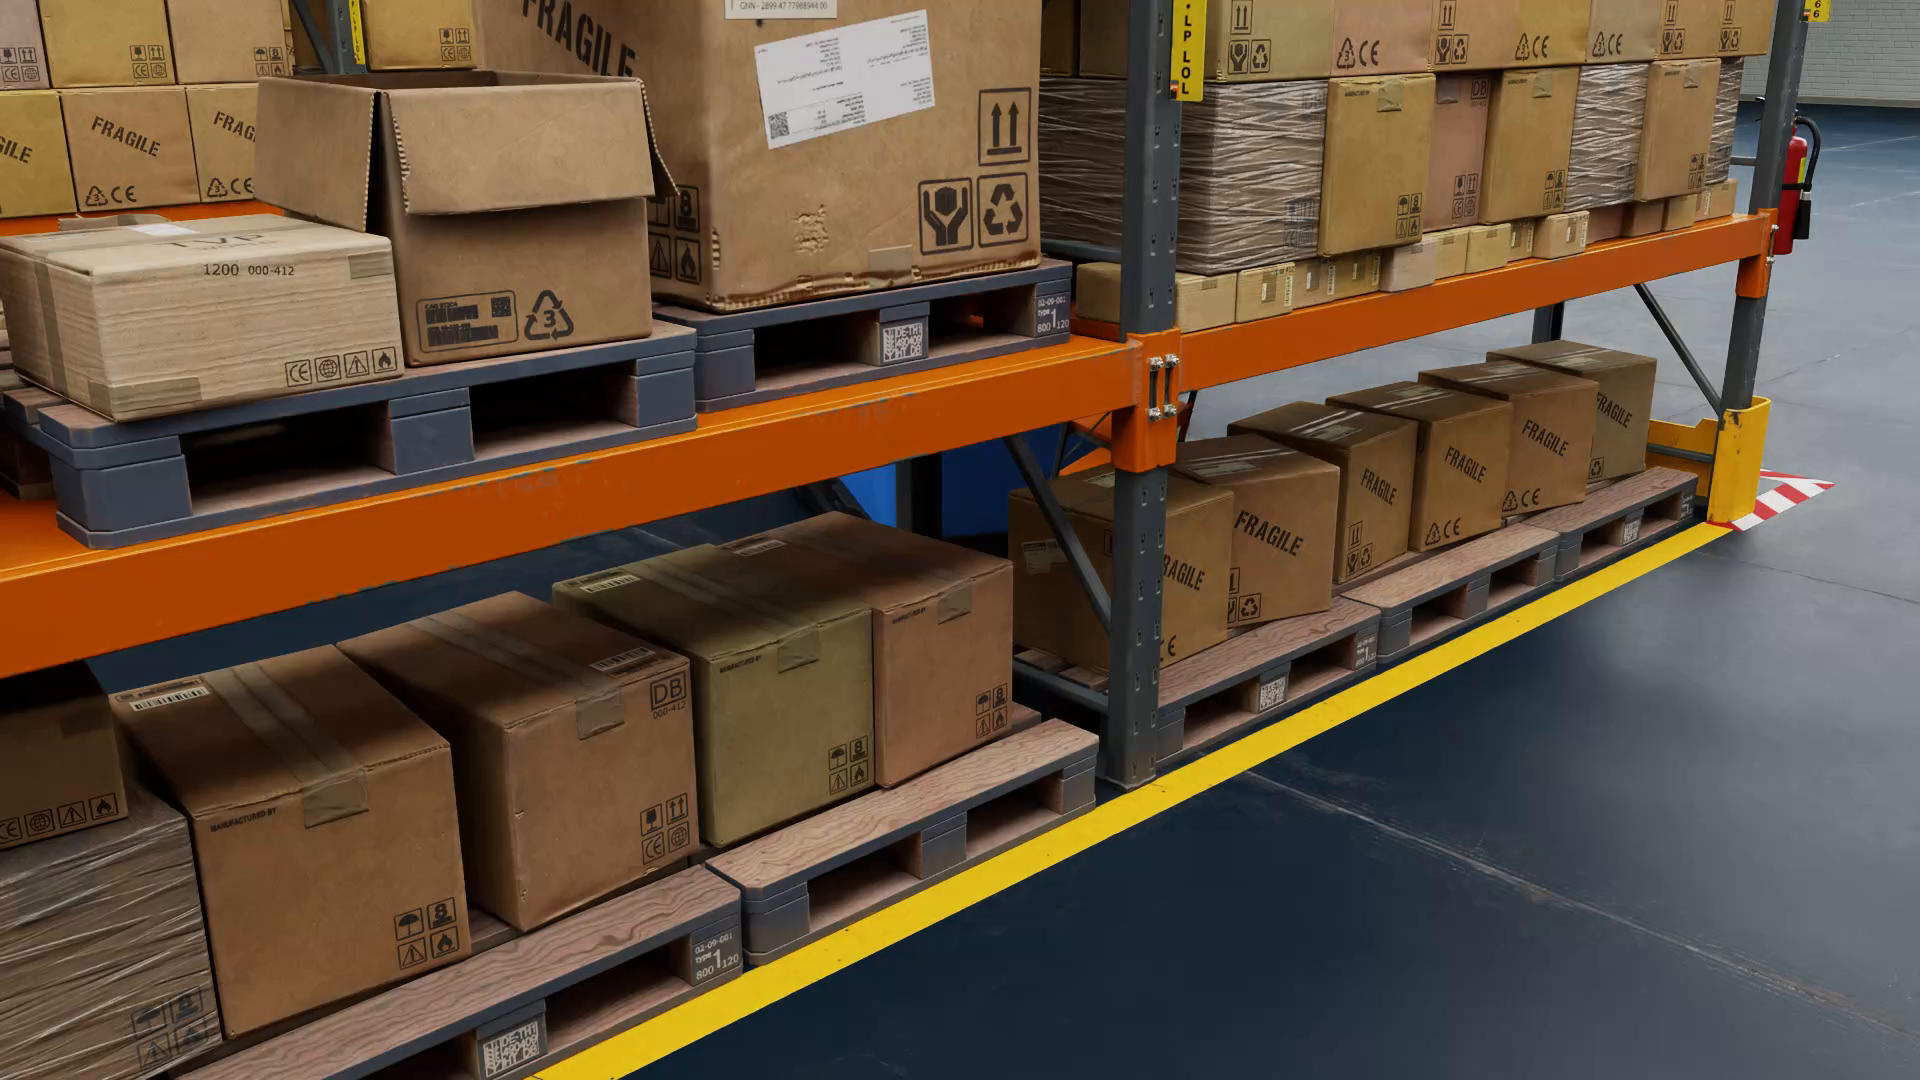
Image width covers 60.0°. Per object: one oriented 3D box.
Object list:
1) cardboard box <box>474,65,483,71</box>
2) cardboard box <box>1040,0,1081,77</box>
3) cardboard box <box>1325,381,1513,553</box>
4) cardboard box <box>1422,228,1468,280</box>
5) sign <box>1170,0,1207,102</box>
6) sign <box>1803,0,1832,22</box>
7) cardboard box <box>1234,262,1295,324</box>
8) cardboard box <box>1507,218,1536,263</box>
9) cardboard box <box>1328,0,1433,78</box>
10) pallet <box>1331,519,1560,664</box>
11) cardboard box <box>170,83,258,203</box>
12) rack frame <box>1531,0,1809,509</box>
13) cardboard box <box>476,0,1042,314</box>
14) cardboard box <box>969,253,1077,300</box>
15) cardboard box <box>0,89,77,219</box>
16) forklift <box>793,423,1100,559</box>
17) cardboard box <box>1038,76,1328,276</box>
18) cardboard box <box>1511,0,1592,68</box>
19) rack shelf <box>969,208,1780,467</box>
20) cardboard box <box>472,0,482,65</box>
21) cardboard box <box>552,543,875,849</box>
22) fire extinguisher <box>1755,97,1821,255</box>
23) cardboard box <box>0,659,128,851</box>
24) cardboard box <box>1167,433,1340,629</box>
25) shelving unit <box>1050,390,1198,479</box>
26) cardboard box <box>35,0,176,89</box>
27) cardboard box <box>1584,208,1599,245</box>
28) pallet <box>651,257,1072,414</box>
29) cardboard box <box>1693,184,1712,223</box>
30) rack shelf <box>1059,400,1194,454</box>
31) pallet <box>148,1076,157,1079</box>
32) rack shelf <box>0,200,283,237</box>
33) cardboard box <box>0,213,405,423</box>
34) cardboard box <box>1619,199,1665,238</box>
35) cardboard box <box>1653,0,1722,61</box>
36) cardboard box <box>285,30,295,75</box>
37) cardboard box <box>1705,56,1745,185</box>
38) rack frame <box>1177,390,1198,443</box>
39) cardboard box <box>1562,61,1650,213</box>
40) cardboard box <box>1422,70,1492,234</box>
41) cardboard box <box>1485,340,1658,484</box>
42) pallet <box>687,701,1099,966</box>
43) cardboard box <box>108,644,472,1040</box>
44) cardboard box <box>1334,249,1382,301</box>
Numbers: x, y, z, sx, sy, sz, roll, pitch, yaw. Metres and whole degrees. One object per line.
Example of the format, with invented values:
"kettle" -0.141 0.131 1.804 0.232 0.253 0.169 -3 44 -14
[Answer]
"cardboard box" -2.508 -2.234 8.769 0.550 0.550 0.875 -16 24 -41
"cardboard box" 0.320 -1.649 4.943 0.500 0.500 0.500 -16 24 -41
"cardboard box" 1.744 -0.295 6.402 0.500 0.500 0.500 -14 22 -36
"cardboard box" 1.436 -0.957 5.479 0.250 0.149 0.380 -16 24 -41
"sign" 0.566 -1.255 4.114 0.005 0.325 0.100 -16 24 -41
"sign" 3.455 -2.248 6.664 0.005 0.325 0.100 -16 24 -41
"cardboard box" 0.735 -0.736 4.799 0.250 0.149 0.380 -16 24 -41
"cardboard box" 1.776 -1.070 5.829 0.250 0.149 0.380 -16 24 -41
"cardboard box" 1.046 -1.637 4.904 0.500 0.500 0.500 -16 24 -41
"pallet" 1.532 0.089 6.369 1.213 0.211 1.003 -16 24 -41
"cardboard box" -3.348 -1.838 7.627 0.500 0.500 0.500 -16 24 -41
"rack frame" 3.088 -1.675 7.288 0.127 3.000 1.000 -16 24 -41
"cardboard box" -0.492 -1.176 4.094 1.000 1.000 1.000 -16 24 -40
"cardboard box" 0.136 -0.820 5.056 0.250 0.149 0.380 -16 24 -41
"cardboard box" -4.082 -1.623 6.966 0.500 0.500 0.500 -16 24 -40
"forklift" -0.170 -1.580 7.107 1.130 2.935 3.031 -5 19 -15
"cardboard box" 0.551 -1.098 4.864 0.500 0.500 0.875 -16 24 -41
"cardboard box" 1.765 -1.851 5.565 0.500 0.500 0.500 -16 24 -41
"rack shelf" 1.635 -0.909 6.092 4.000 0.370 1.077 -16 24 -41
"cardboard box" -2.541 -2.759 8.636 0.550 0.550 0.875 -16 24 -41
"cardboard box" -0.639 0.374 4.306 0.500 0.500 0.700 -16 24 -41
"fire extinguisher" 3.488 -1.559 7.056 0.183 0.674 0.296 -16 24 -41
"cardboard box" -1.880 0.380 3.074 0.500 0.250 0.500 -13 22 -35
"cardboard box" 0.911 -0.037 5.608 0.500 0.500 0.500 -8 20 -24
"shelving unit" 0.560 -0.264 5.920 0.258 1.200 0.503 28 36 26
"cardboard box" -3.882 -2.268 7.332 0.500 0.500 0.700 -17 24 -42
"cardboard box" 2.126 -1.180 6.169 0.250 0.149 0.380 -16 24 -41
"pallet" -0.473 -0.607 4.304 1.213 0.211 1.003 -16 24 -41
"cardboard box" 2.841 -1.396 6.835 0.250 0.149 0.380 -16 24 -41
"rack shelf" 0.584 -0.395 5.838 0.258 0.148 0.480 28 36 26
"pallet" -2.156 1.181 2.999 1.213 0.211 1.003 -16 24 -41
"rack shelf" -4.606 -1.195 6.972 4.000 0.370 1.077 -16 24 -41
"cardboard box" -1.349 -0.412 2.954 0.500 0.250 0.500 17 25 42
"cardboard box" 2.502 -1.282 6.483 0.250 0.149 0.380 -16 24 -41
"cardboard box" 2.499 -2.061 6.211 0.500 0.500 0.500 -16 24 -41
"cardboard box" -5.040 -3.595 12.564 0.500 0.500 0.500 -16 24 -40
"cardboard box" 2.670 -1.754 6.886 0.500 0.500 0.875 -16 24 -41
"rack frame" 0.703 -0.350 6.099 0.240 1.200 0.015 28 36 26
"cardboard box" 1.996 -1.525 6.180 0.500 0.500 0.875 -16 24 -41
"cardboard box" 1.233 -1.325 5.563 0.500 0.500 0.875 -16 24 -41
"cardboard box" 2.623 -0.557 7.212 0.500 0.500 0.500 -11 21 -31
"pallet" -0.383 0.664 4.594 1.213 0.211 1.003 -16 24 -41
"cardboard box" -1.450 0.611 3.576 0.500 0.500 0.700 -14 23 -36
"cardboard box" 1.073 -0.851 5.152 0.250 0.149 0.380 -16 24 -41
